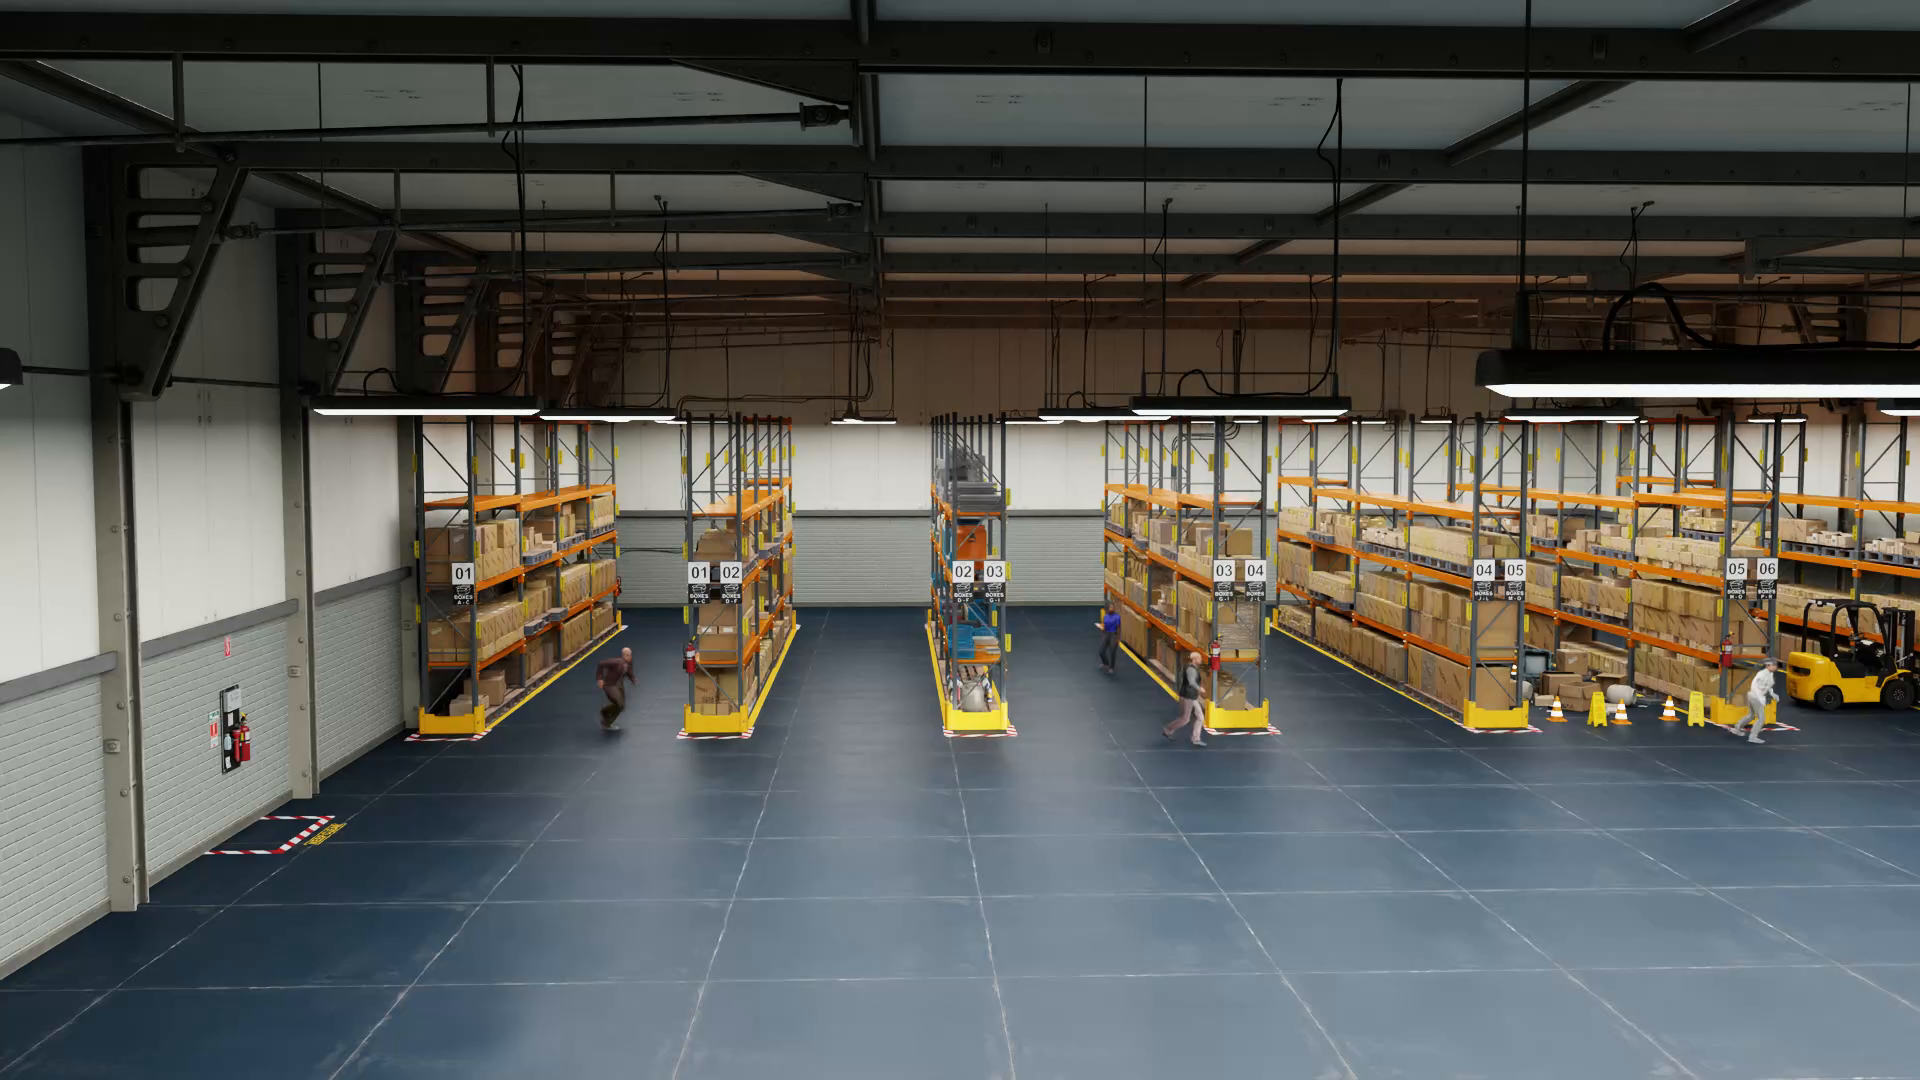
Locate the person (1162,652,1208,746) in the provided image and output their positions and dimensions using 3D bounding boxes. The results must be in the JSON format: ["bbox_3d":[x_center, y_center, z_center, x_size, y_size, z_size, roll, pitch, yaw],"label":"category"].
[{"bbox_3d":[4.019,2.845,29.765,0.832,1.695,0.616,1,4,16],"label":"person"}]

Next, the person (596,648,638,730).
[{"bbox_3d":[-6.457,2.805,31.206,0.877,1.597,0.739,2,5,32],"label":"person"}]

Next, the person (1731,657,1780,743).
[{"bbox_3d":[14.414,2.879,30.189,0.807,1.589,0.621,3,5,38],"label":"person"}]

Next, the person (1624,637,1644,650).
[{"bbox_3d":[16.314,2.132,40.087,0.625,1.728,0.985,-1,4,-7],"label":"person"}]

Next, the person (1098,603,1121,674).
[{"bbox_3d":[3.473,2.280,38.673,0.613,1.671,0.449,2,4,30],"label":"person"}]
